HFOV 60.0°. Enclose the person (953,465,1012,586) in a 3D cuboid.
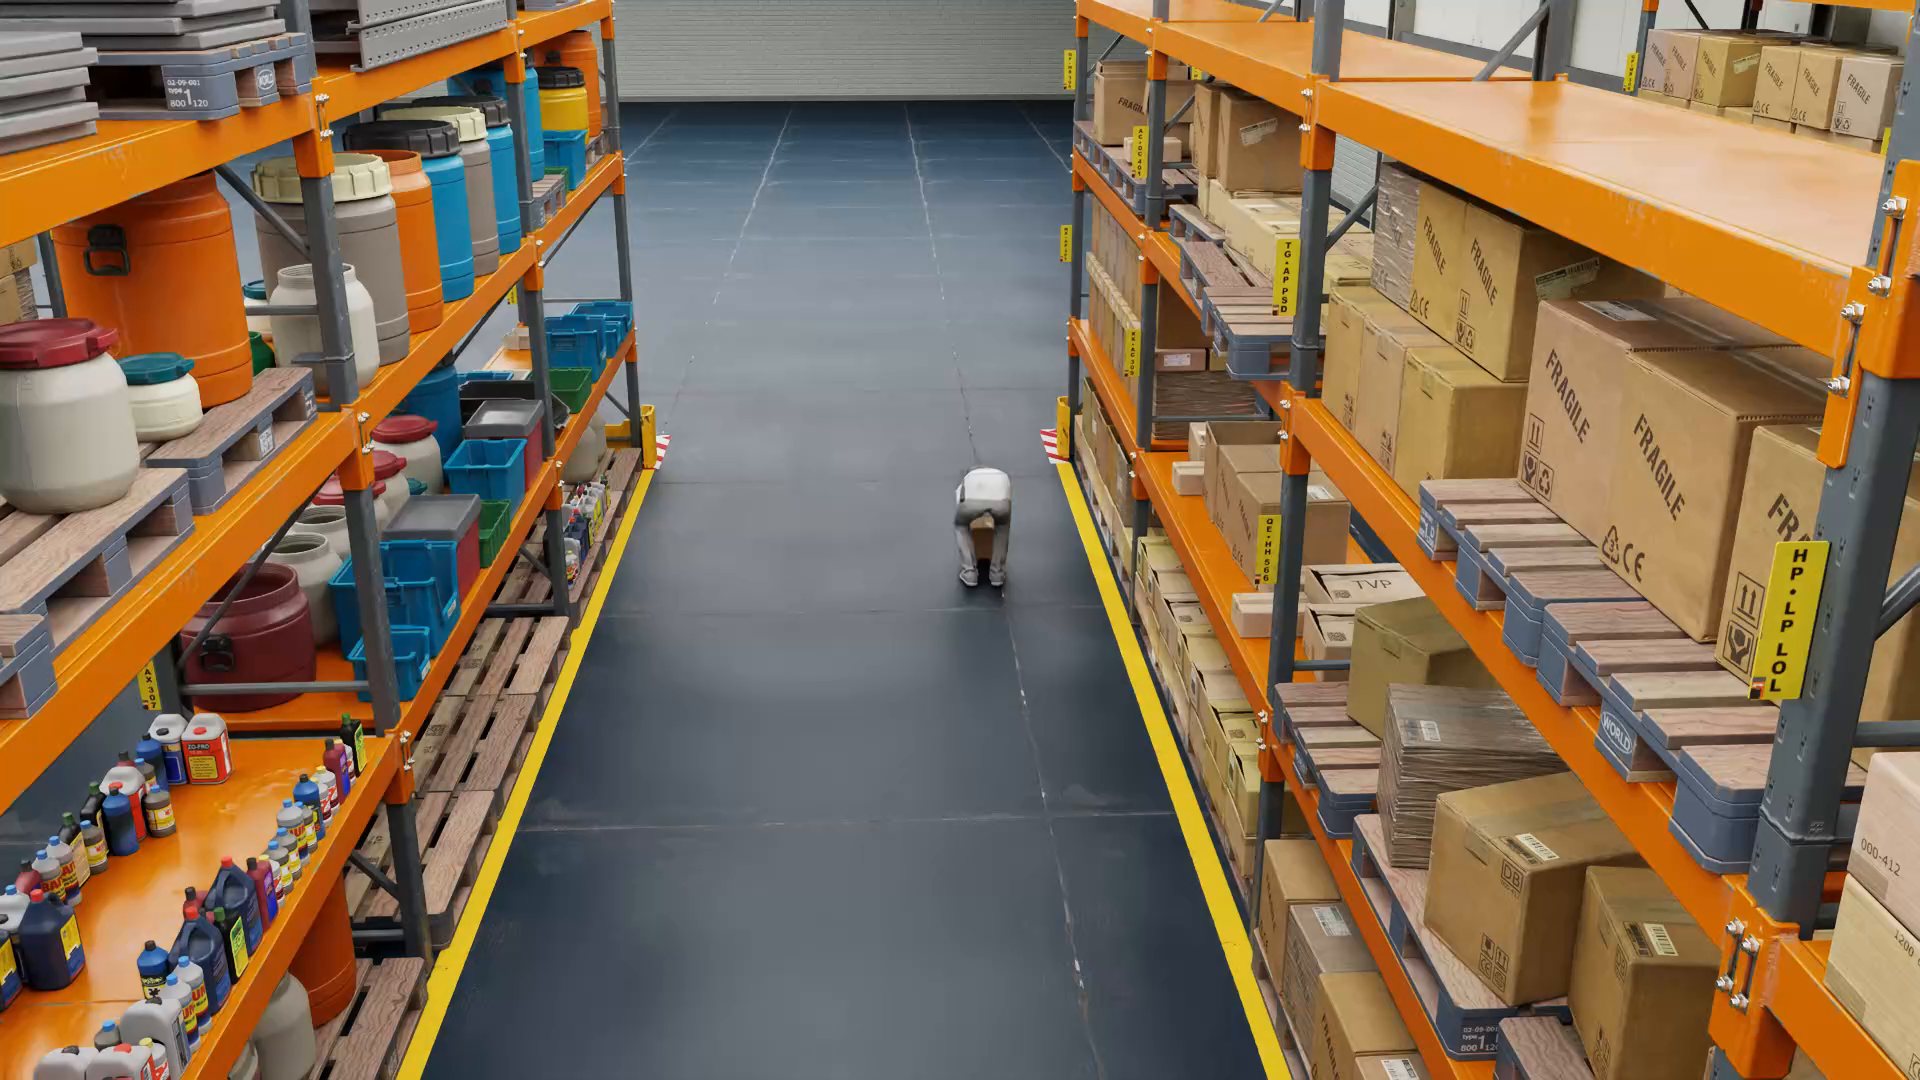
[{"bbox_3d":[0.164,-0.153,12.548,0.438,0.919,0.880,-2,21,-6],"label":"person"}]
